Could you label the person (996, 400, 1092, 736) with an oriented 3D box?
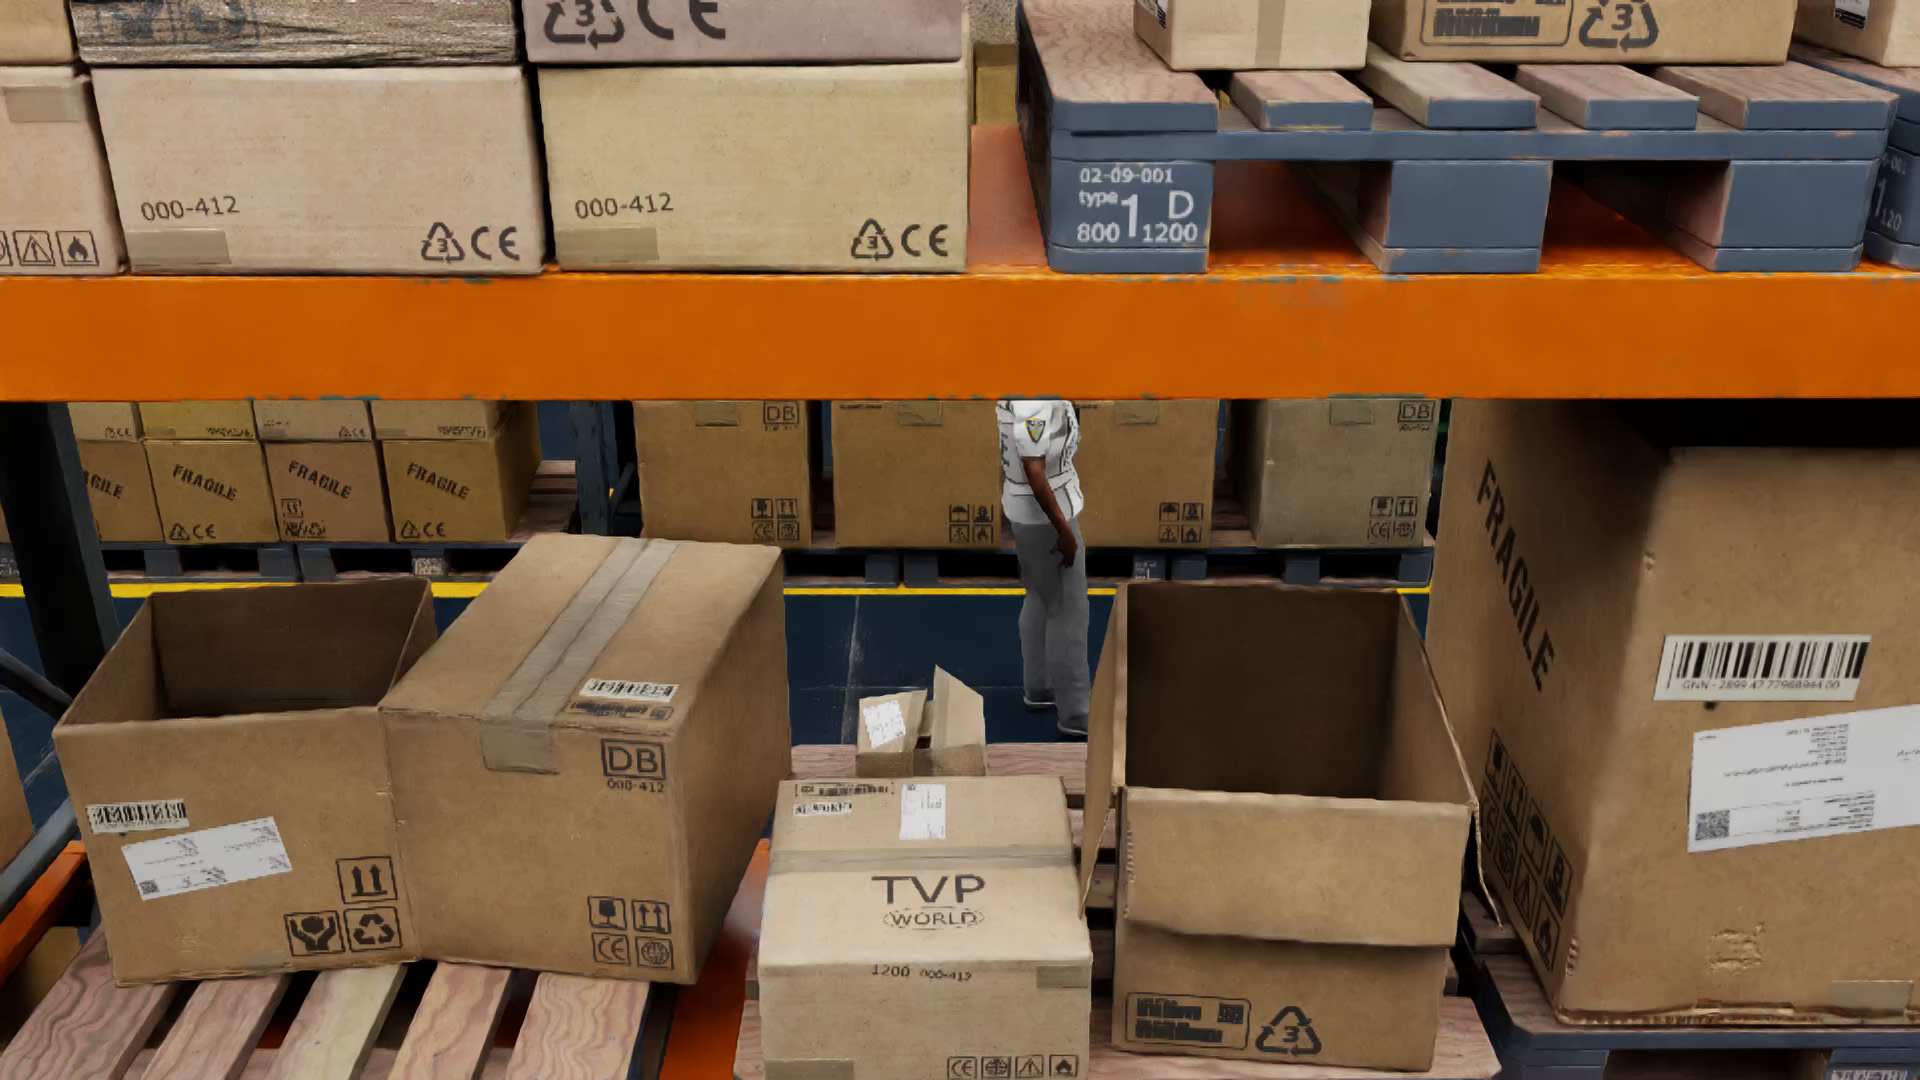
[{"bbox_3d":[0.396,-0.107,6.275,0.531,1.695,0.572,-1,24,-2],"label":"person"}]
